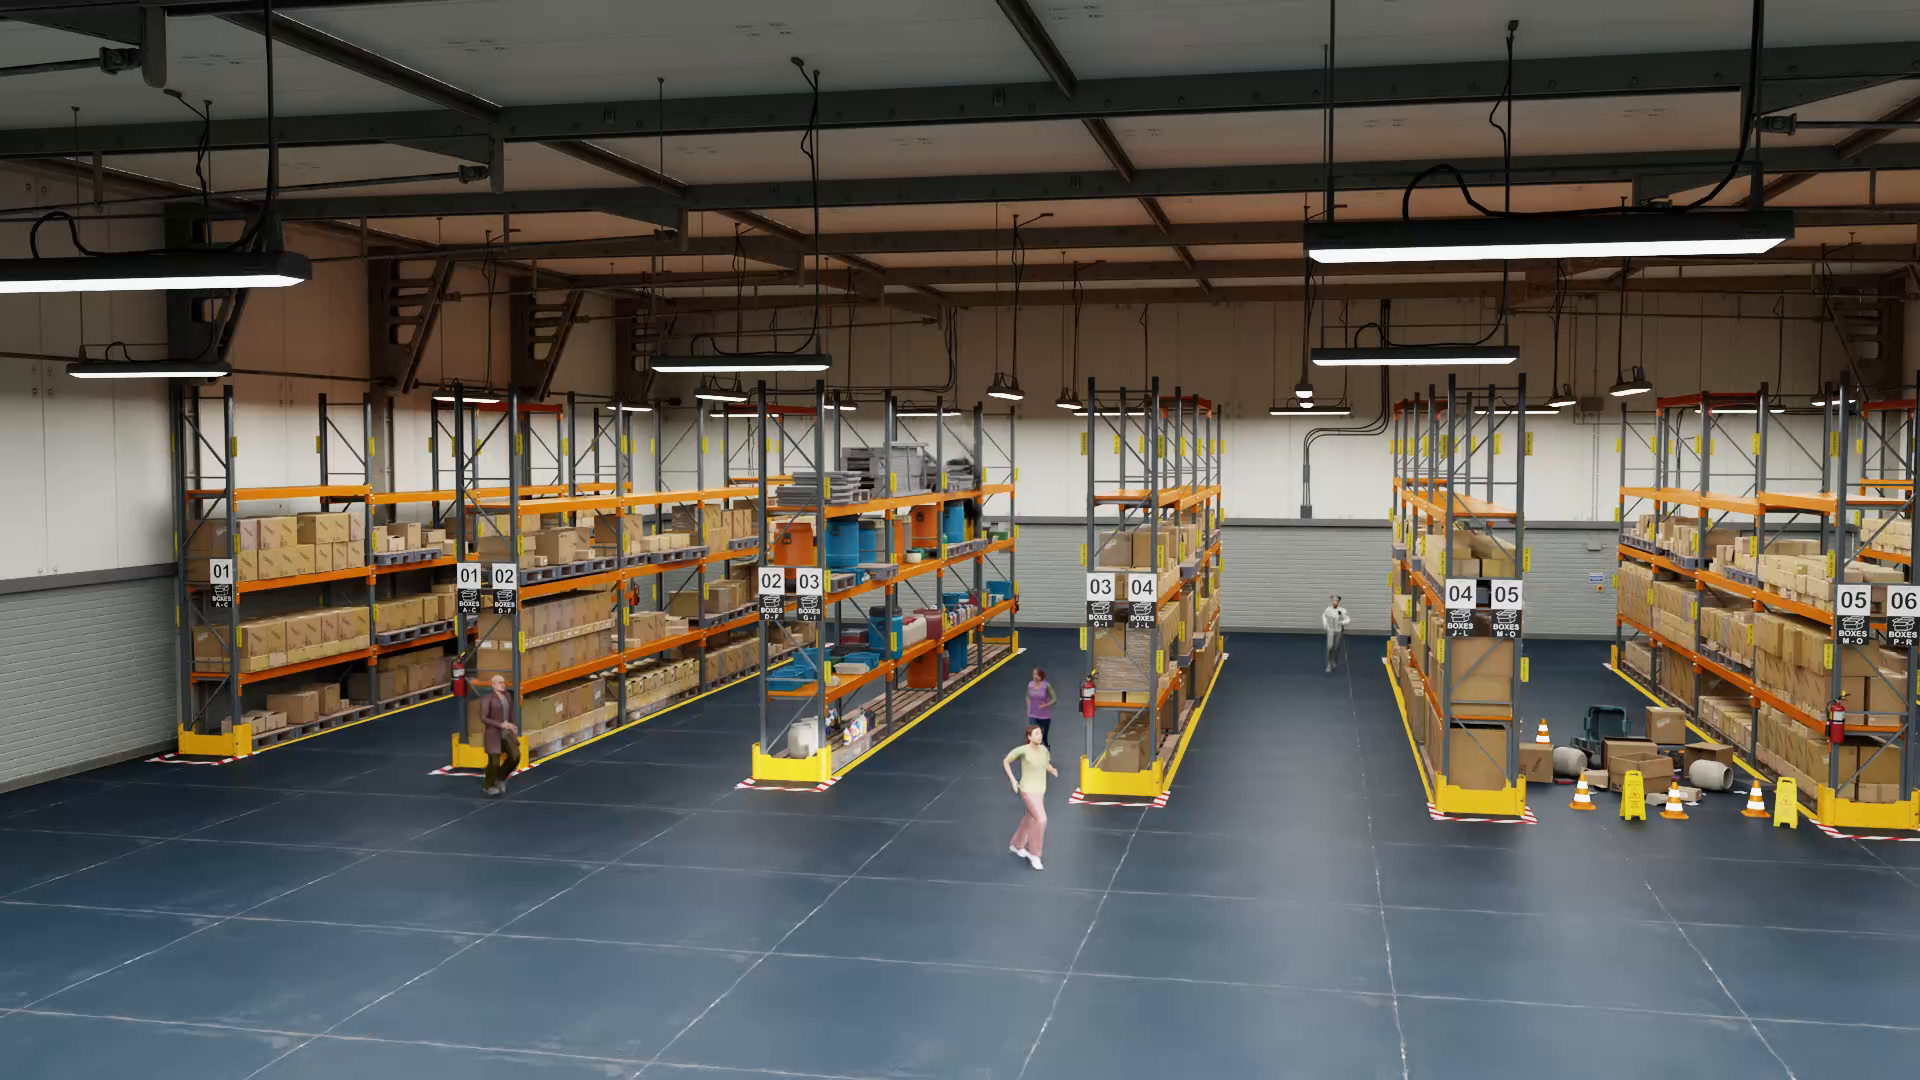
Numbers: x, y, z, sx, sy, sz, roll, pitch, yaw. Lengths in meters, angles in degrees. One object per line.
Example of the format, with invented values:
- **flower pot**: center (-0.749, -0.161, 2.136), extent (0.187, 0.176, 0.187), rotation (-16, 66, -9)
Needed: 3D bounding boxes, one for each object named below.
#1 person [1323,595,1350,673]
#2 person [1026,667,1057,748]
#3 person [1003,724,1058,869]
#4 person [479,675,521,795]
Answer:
- **person**: center (8.394, 2.090, 37.119), extent (0.624, 1.763, 0.682), rotation (1, 3, 17)
- **person**: center (1.249, 2.766, 25.781), extent (0.528, 1.604, 0.802), rotation (1, 3, 15)
- **person**: center (0.867, 3.060, 19.996), extent (0.728, 1.721, 0.564), rotation (3, 5, 45)
- **person**: center (-6.563, 2.790, 23.768), extent (0.784, 1.737, 0.681), rotation (2, 4, 38)
